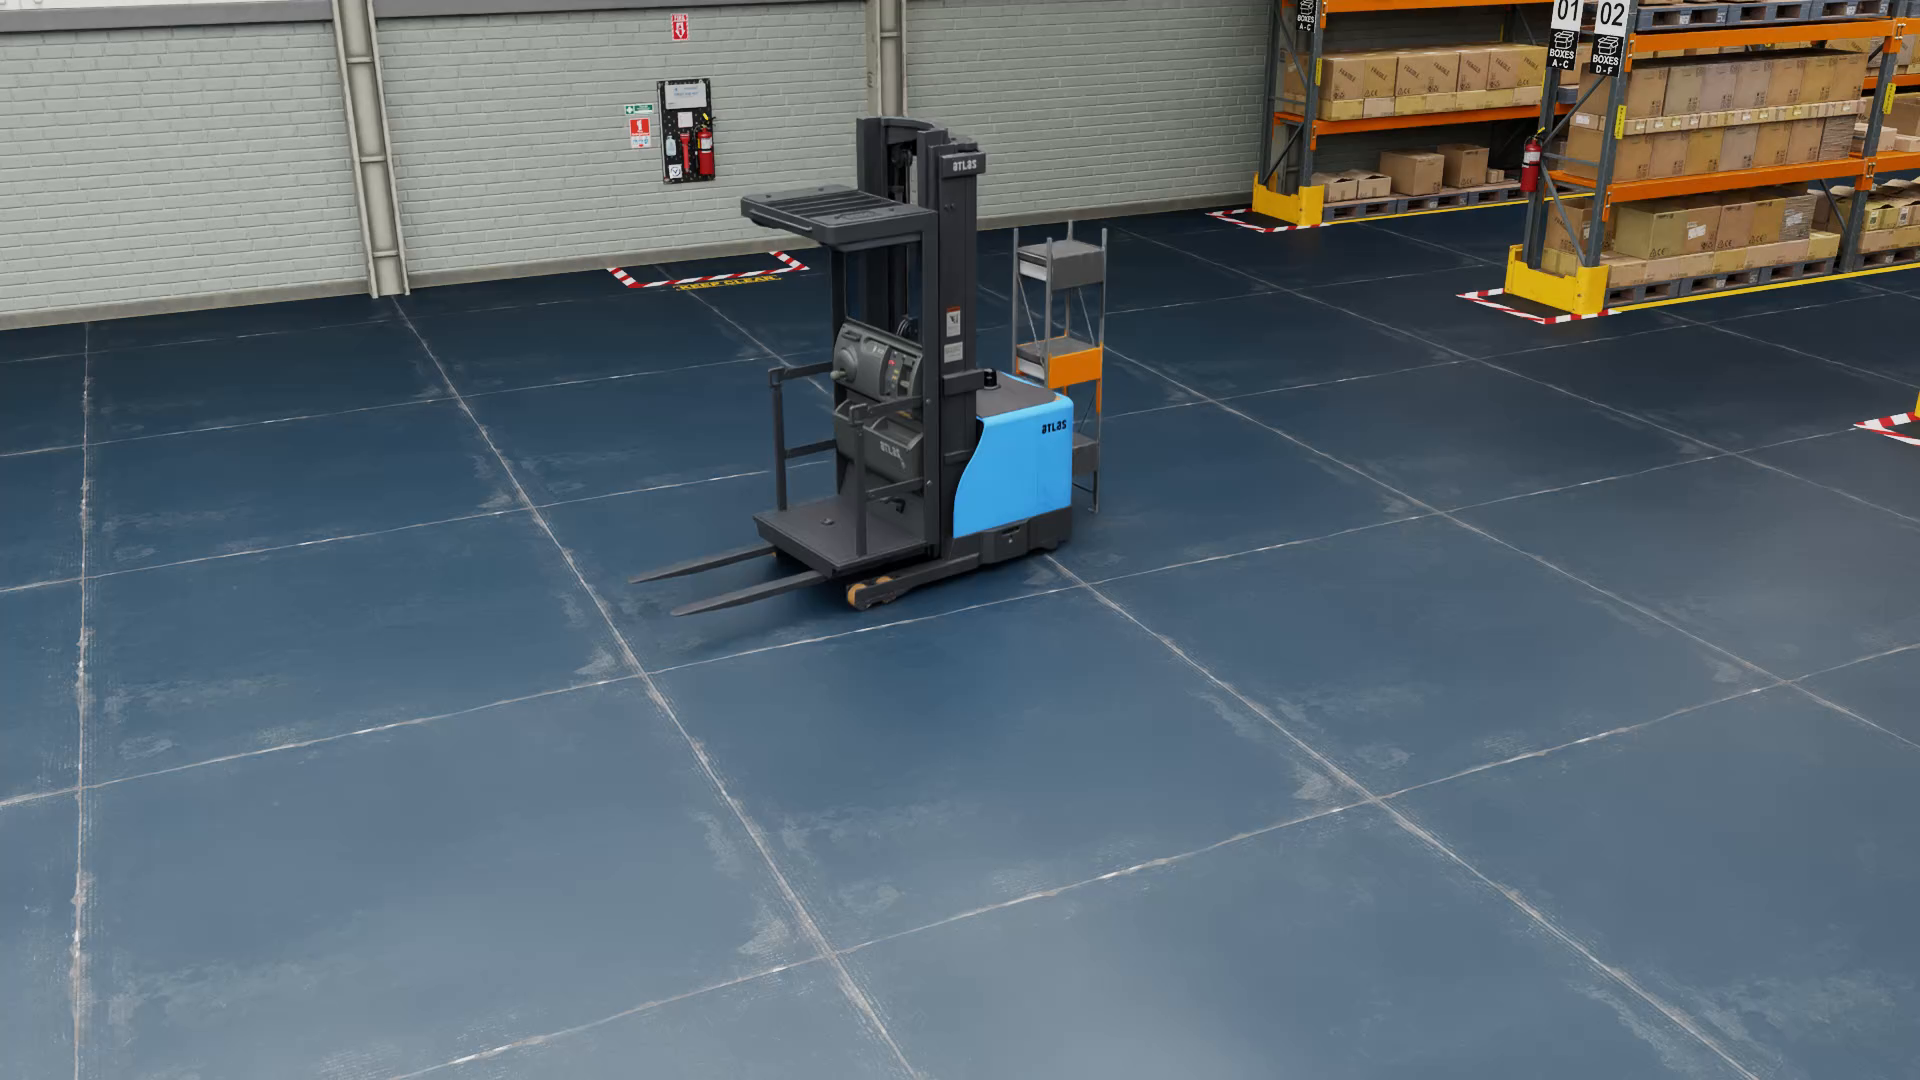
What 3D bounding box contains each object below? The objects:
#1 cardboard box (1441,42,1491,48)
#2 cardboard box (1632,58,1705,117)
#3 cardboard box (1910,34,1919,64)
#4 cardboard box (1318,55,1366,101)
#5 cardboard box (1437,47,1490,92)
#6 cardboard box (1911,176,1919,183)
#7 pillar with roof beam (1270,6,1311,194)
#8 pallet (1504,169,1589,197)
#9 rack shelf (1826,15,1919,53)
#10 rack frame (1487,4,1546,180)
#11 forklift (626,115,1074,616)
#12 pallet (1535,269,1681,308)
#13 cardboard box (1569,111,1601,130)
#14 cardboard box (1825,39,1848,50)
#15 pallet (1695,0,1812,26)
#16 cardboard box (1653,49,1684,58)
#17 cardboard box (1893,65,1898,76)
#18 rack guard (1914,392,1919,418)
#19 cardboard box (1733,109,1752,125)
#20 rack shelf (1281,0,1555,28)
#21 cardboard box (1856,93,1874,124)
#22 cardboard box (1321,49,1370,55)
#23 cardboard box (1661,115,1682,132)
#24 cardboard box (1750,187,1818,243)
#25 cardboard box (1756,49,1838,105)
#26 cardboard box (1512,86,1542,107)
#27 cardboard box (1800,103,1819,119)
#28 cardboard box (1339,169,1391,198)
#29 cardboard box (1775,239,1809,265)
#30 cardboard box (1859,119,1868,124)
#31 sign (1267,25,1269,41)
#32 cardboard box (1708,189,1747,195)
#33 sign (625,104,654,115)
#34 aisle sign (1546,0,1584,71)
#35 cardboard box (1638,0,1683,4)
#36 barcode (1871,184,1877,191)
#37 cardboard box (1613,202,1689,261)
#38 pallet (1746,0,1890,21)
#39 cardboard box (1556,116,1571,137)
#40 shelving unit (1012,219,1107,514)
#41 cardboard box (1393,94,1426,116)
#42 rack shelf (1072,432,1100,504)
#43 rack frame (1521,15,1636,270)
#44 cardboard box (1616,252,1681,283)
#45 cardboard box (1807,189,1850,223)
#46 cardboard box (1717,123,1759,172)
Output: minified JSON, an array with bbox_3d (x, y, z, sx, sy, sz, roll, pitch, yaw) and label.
[{"bbox_3d":[6.898,-6.539,22.814,0.500,0.500,0.500,-11,25,-24],"label":"cardboard box"},{"bbox_3d":[7.372,-4.789,17.571,0.500,0.500,0.700,-11,25,-25],"label":"cardboard box"},{"bbox_3d":[14.781,-7.699,25.882,0.500,0.500,0.500,-11,25,-24],"label":"cardboard box"},{"bbox_3d":[4.836,-5.941,21.371,0.500,0.500,0.500,-10,25,-24],"label":"cardboard box"},{"bbox_3d":[6.682,-6.280,22.188,0.500,0.500,0.500,-11,25,-25],"label":"cardboard box"},{"bbox_3d":[12.106,-4.323,20.584,0.500,0.311,0.500,-11,25,-25],"label":"cardboard box"},{"bbox_3d":[6.398,-7.382,17.818,0.400,9.000,9.100,-10,25,-24],"label":"pillar with roof beam"},{"bbox_3d":[8.580,-5.184,23.998,1.213,0.211,1.003,-10,25,-24],"label":"pallet"},{"bbox_3d":[11.833,-6.022,19.394,4.000,0.370,1.077,-10,25,-24],"label":"rack shelf"},{"bbox_3d":[7.879,-6.343,23.151,0.127,3.000,1.000,-10,25,-24],"label":"rack frame"},{"bbox_3d":[-0.703,-1.135,10.661,3.031,2.935,1.130,-16,27,-33],"label":"forklift"},{"bbox_3d":[7.098,-2.826,18.300,1.213,0.211,1.003,-10,25,-24],"label":"pallet"},{"bbox_3d":[6.689,-4.448,17.594,0.250,0.149,0.380,-11,25,-25],"label":"cardboard box"},{"bbox_3d":[12.956,-7.357,25.056,0.500,0.500,0.500,-11,25,-24],"label":"cardboard box"},{"bbox_3d":[8.176,-5.630,17.623,1.213,0.211,1.003,-10,25,-24],"label":"pallet"},{"bbox_3d":[9.951,-6.960,23.936,0.500,0.500,0.700,-10,25,-24],"label":"cardboard box"},{"bbox_3d":[14.223,-7.268,25.688,0.250,0.149,0.380,-10,25,-24],"label":"cardboard box"},{"bbox_3d":[8.620,-1.139,13.848,0.348,0.500,1.175,-10,25,-24],"label":"rack guard"},{"bbox_3d":[8.259,-4.564,17.876,0.250,0.149,0.380,-10,25,-23],"label":"cardboard box"},{"bbox_3d":[6.077,-7.065,21.914,4.000,0.370,1.077,-10,25,-24],"label":"rack shelf"},{"bbox_3d":[13.759,-6.570,25.961,0.750,0.750,0.750,-10,24,-22],"label":"cardboard box"},{"bbox_3d":[5.065,-6.197,21.989,0.500,0.500,0.500,-10,25,-23],"label":"cardboard box"},{"bbox_3d":[7.336,-4.395,17.467,0.250,0.149,0.380,-10,25,-23],"label":"cardboard box"},{"bbox_3d":[9.252,-3.675,18.772,0.500,0.500,0.500,-10,25,-24],"label":"cardboard box"},{"bbox_3d":[9.179,-5.122,18.375,0.500,0.500,0.700,-10,25,-24],"label":"cardboard box"},{"bbox_3d":[7.584,-6.100,22.734,0.500,0.250,0.500,-10,25,-23],"label":"cardboard box"},{"bbox_3d":[9.184,-4.735,18.288,0.250,0.149,0.380,-10,25,-24],"label":"cardboard box"},{"bbox_3d":[5.451,-4.819,22.409,0.500,0.311,0.500,-8,24,-19],"label":"cardboard box"},{"bbox_3d":[9.253,-3.328,18.914,0.500,0.250,0.500,-10,25,-24],"label":"cardboard box"},{"bbox_3d":[10.744,-4.783,19.560,0.258,0.266,0.396,-11,25,-25],"label":"cardboard box"},{"bbox_3d":[4.052,-6.555,21.737,0.005,0.325,0.100,-10,25,-24],"label":"sign"},{"bbox_3d":[8.576,-3.771,19.005,0.500,0.500,0.500,-10,25,-24],"label":"cardboard box"},{"bbox_3d":[-3.654,-4.904,18.937,0.331,0.109,0.001,-10,25,-24],"label":"sign"},{"bbox_3d":[6.240,-5.264,17.147,0.004,0.787,0.394,-10,25,-24],"label":"aisle sign"},{"bbox_3d":[6.946,-5.759,16.952,0.637,0.503,0.797,-9,24,-20],"label":"cardboard box"},{"bbox_3d":[10.442,-4.027,18.995,0.075,0.075,0.001,-10,25,-24],"label":"barcode"},{"bbox_3d":[7.456,-3.339,17.959,0.500,0.500,0.500,-10,25,-24],"label":"cardboard box"},{"bbox_3d":[9.274,-5.831,18.108,1.213,0.211,1.003,-10,25,-24],"label":"pallet"},{"bbox_3d":[8.931,-5.940,23.890,0.500,0.250,0.500,-11,25,-25],"label":"cardboard box"},{"bbox_3d":[0.691,-1.172,11.835,0.503,2.100,0.431,-16,27,-33],"label":"shelving unit"},{"bbox_3d":[5.776,-5.764,21.924,0.500,0.250,0.500,-11,25,-24],"label":"cardboard box"},{"bbox_3d":[0.691,-0.512,12.108,0.480,0.518,0.431,-16,27,-33],"label":"rack shelf"},{"bbox_3d":[6.427,-3.973,17.426,0.127,3.000,1.000,-10,25,-24],"label":"rack frame"},{"bbox_3d":[7.455,-2.993,18.104,0.500,0.250,0.500,-10,25,-24],"label":"cardboard box"},{"bbox_3d":[10.272,-3.985,19.768,0.500,0.311,0.500,-10,25,-24],"label":"cardboard box"},{"bbox_3d":[8.247,-4.350,18.206,0.500,0.500,0.700,-10,24,-22],"label":"cardboard box"}]
